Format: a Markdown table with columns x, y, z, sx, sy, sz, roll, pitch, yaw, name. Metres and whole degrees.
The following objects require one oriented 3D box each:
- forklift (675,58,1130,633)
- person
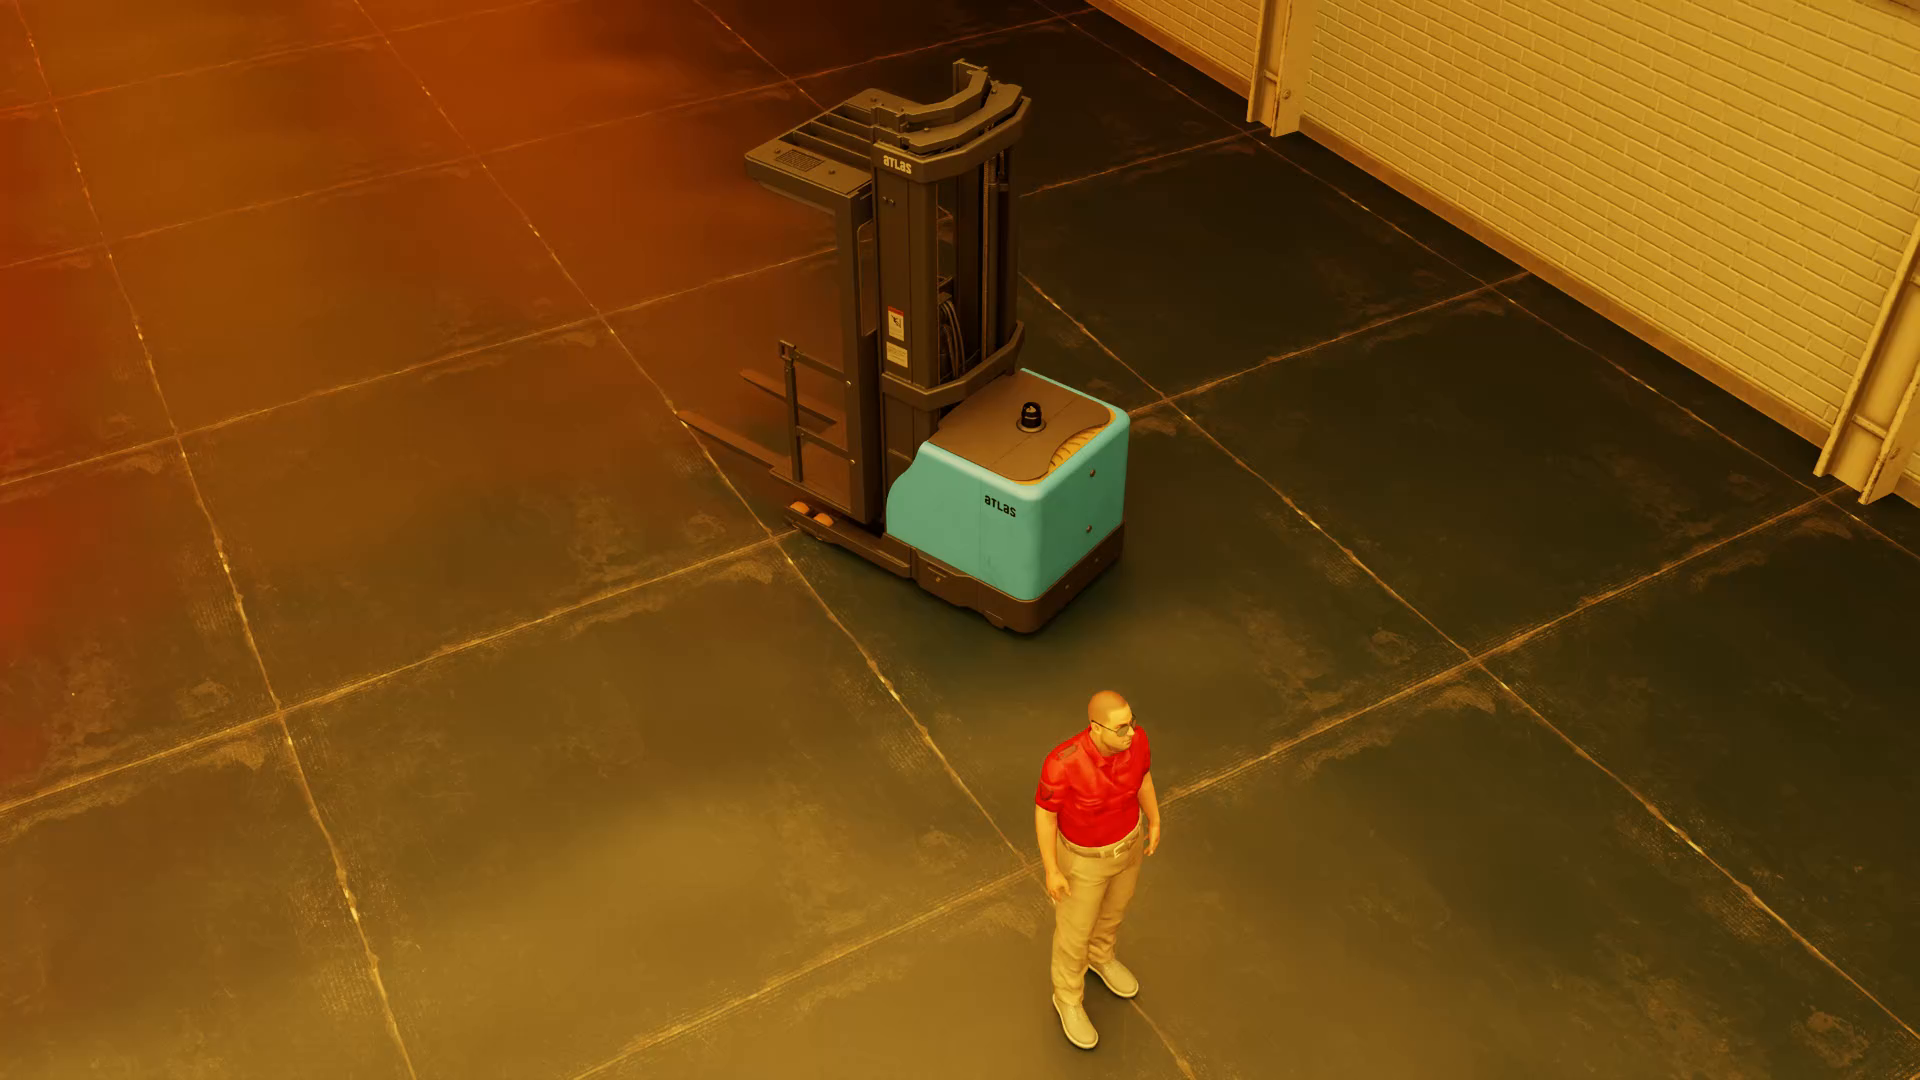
| x | y | z | sx | sy | sz | roll | pitch | yaw | name |
| --- | --- | --- | --- | --- | --- | --- | --- | --- | --- |
| -0.481 | -1.366 | 9.683 | 3.031 | 2.935 | 1.130 | 26 | 46 | 28 | forklift |
| 0.660 | 1.405 | 7.271 | 0.640 | 1.727 | 0.551 | -24 | 45 | -26 | person |
